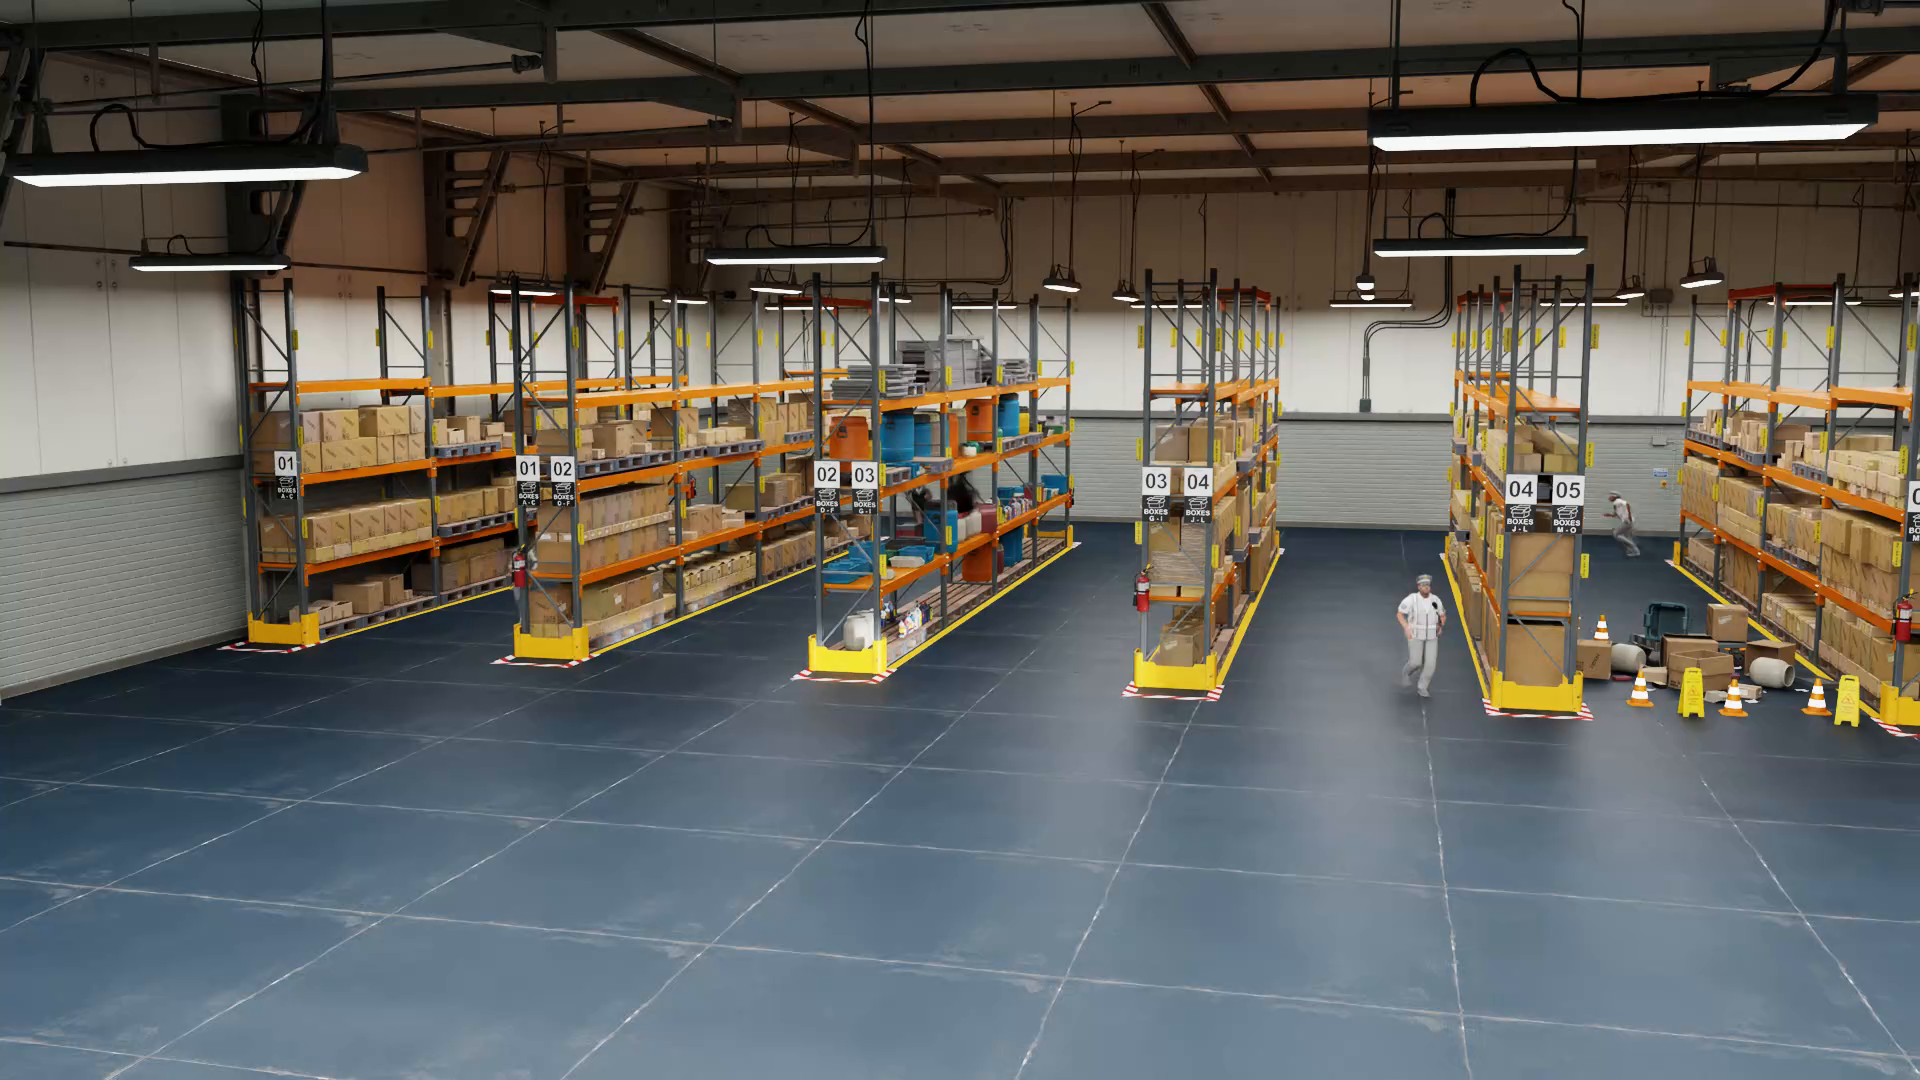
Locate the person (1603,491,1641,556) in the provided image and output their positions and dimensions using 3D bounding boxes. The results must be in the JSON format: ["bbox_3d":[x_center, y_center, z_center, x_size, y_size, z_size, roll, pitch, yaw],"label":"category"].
[{"bbox_3d":[15.398,-0.377,38.657,0.846,1.512,0.597,3,7,22],"label":"person"}]

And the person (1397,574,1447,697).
[{"bbox_3d":[6.538,1.336,23.453,0.687,1.720,0.600,0,7,-2],"label":"person"}]

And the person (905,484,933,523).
[{"bbox_3d":[-0.996,-0.714,40.754,0.657,1.770,0.732,-1,7,-11],"label":"person"}]

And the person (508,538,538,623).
[{"bbox_3d":[-7.745,0.711,29.416,0.532,1.550,0.559,1,7,6],"label":"person"}]
